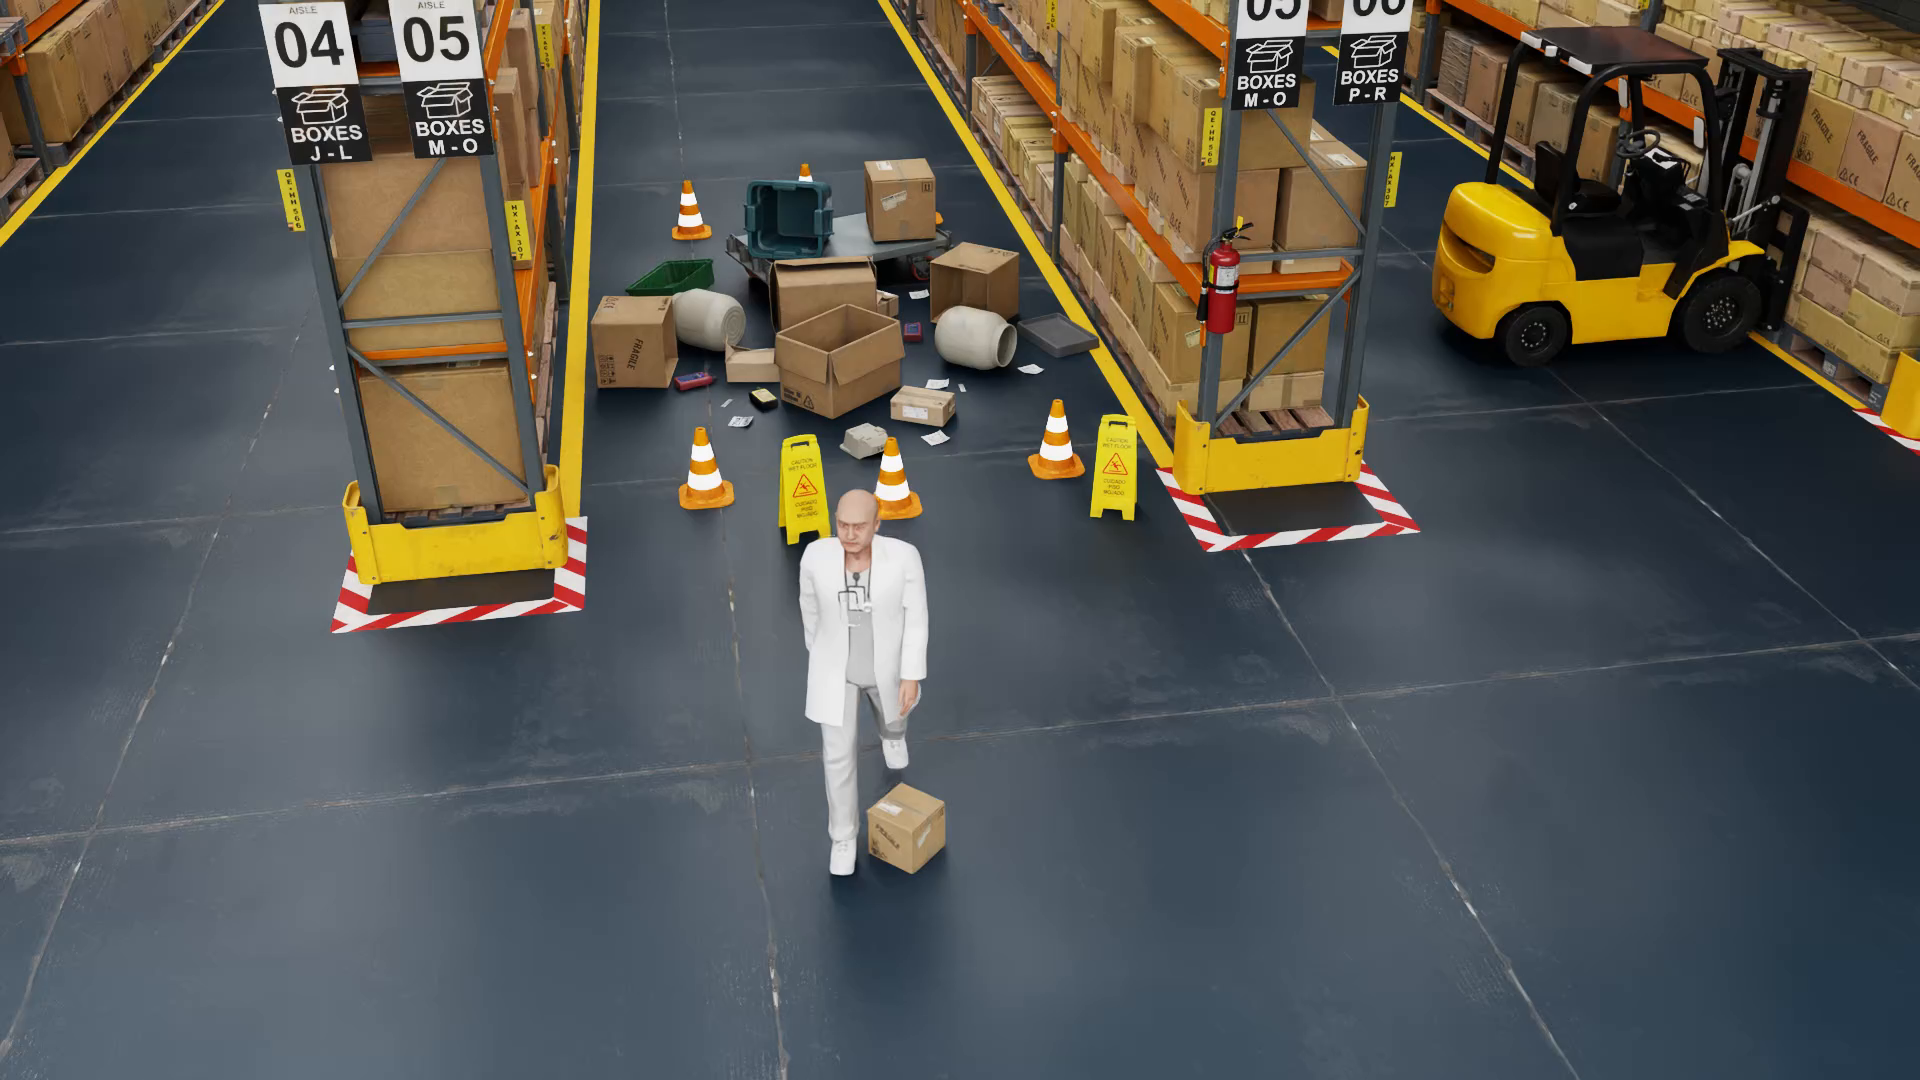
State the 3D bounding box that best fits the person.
[{"bbox_3d":[-0.415,0.501,7.303,0.554,1.744,1.058,-1,30,-2],"label":"person"}]
